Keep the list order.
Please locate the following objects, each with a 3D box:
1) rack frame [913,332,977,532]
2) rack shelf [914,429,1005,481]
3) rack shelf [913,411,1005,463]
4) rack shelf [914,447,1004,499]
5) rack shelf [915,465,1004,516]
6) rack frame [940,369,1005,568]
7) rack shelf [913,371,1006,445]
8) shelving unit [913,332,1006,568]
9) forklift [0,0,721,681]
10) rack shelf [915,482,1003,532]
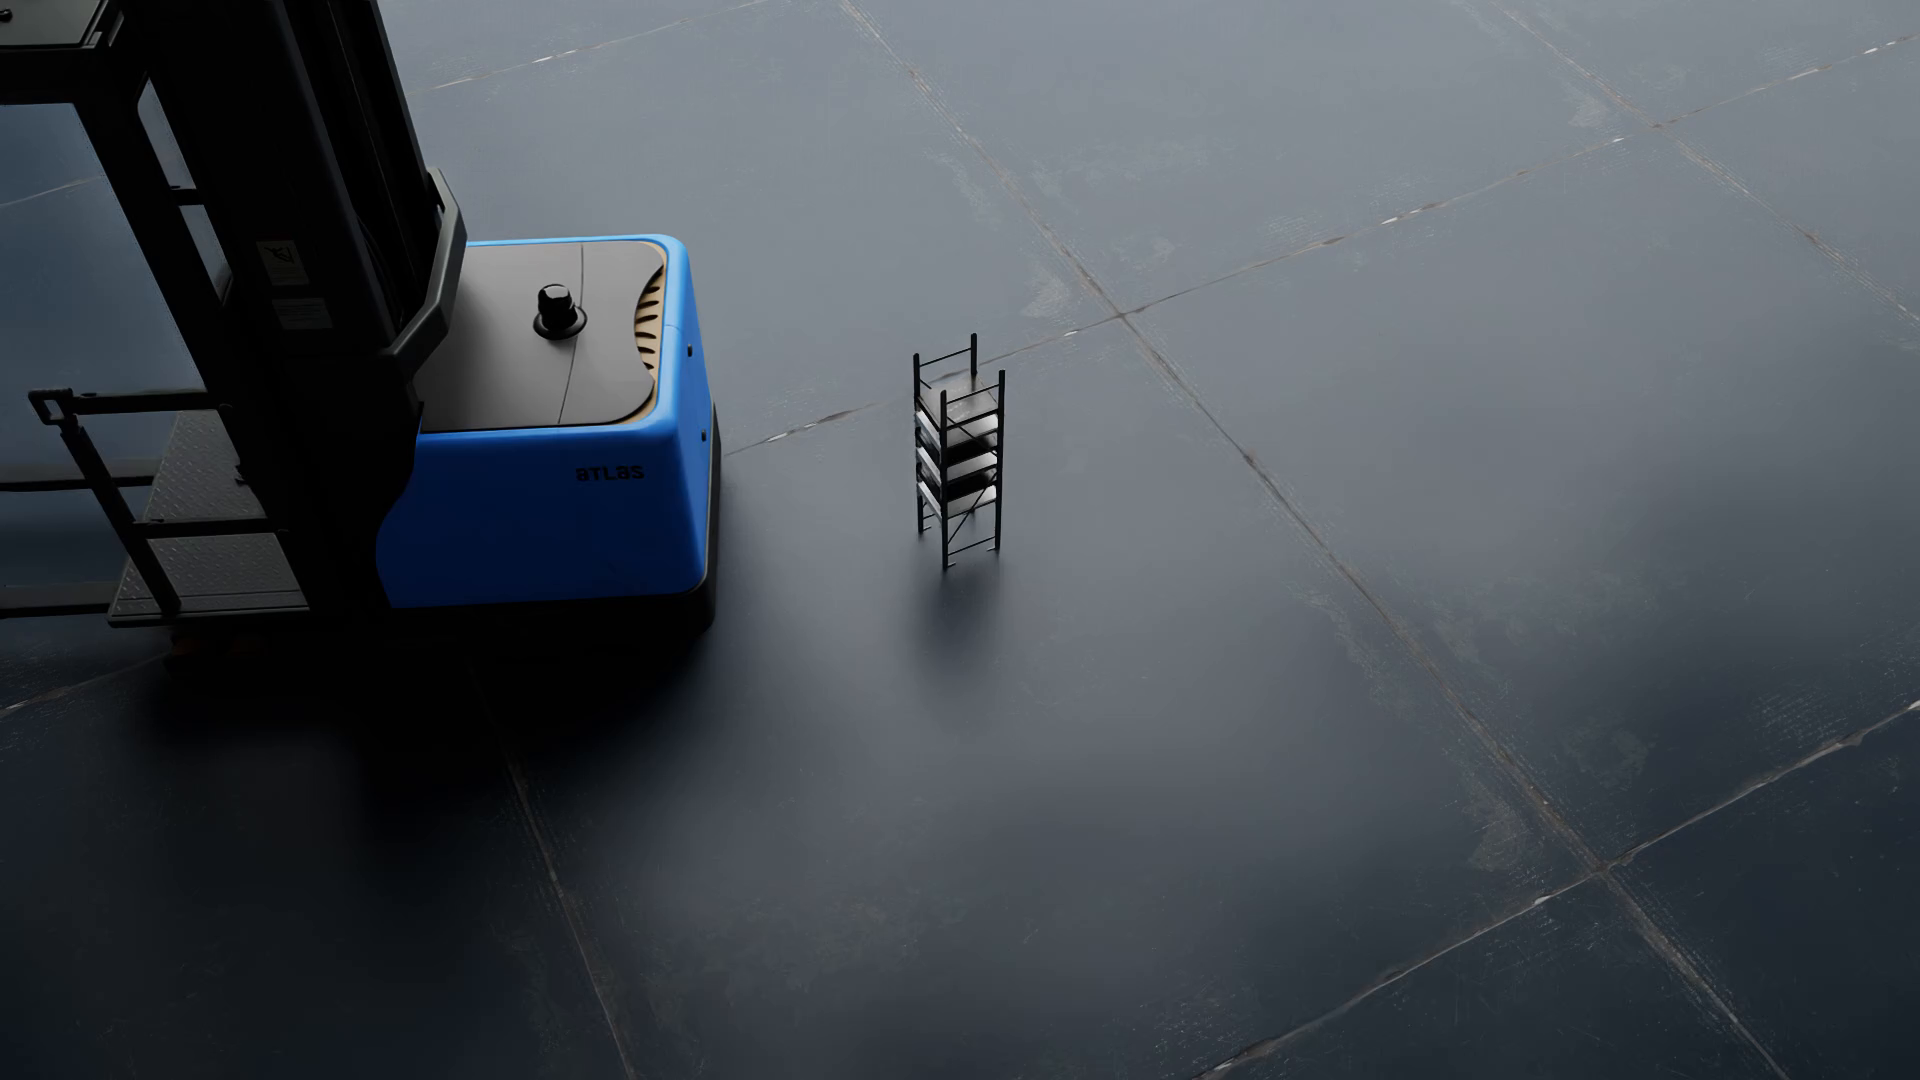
[{"bbox_3d":[-0.050,-0.370,5.976,0.240,0.900,0.006,-21,52,-18],"label":"rack frame"},{"bbox_3d":[-0.004,-0.339,5.873,0.258,0.077,0.200,-21,52,-18],"label":"rack shelf"},{"bbox_3d":[-0.004,-0.398,5.806,0.258,0.077,0.200,-21,52,-18],"label":"rack shelf"},{"bbox_3d":[-0.004,-0.280,5.941,0.258,0.077,0.200,-21,52,-18],"label":"rack shelf"},{"bbox_3d":[-0.004,-0.221,6.009,0.258,0.077,0.200,-21,52,-18],"label":"rack shelf"},{"bbox_3d":[0.043,-0.234,5.857,0.240,0.900,0.006,-21,52,-18],"label":"rack frame"},{"bbox_3d":[-0.004,-0.458,5.738,0.258,0.077,0.200,-21,52,-18],"label":"rack shelf"},{"bbox_3d":[-0.004,-0.302,5.916,0.258,0.900,0.210,-21,52,-18],"label":"shelving unit"},{"bbox_3d":[-2.412,-0.888,5.080,3.031,2.935,1.130,-3,49,-3],"label":"forklift"},{"bbox_3d":[-0.004,-0.161,6.077,0.258,0.077,0.200,-21,52,-18],"label":"rack shelf"}]
